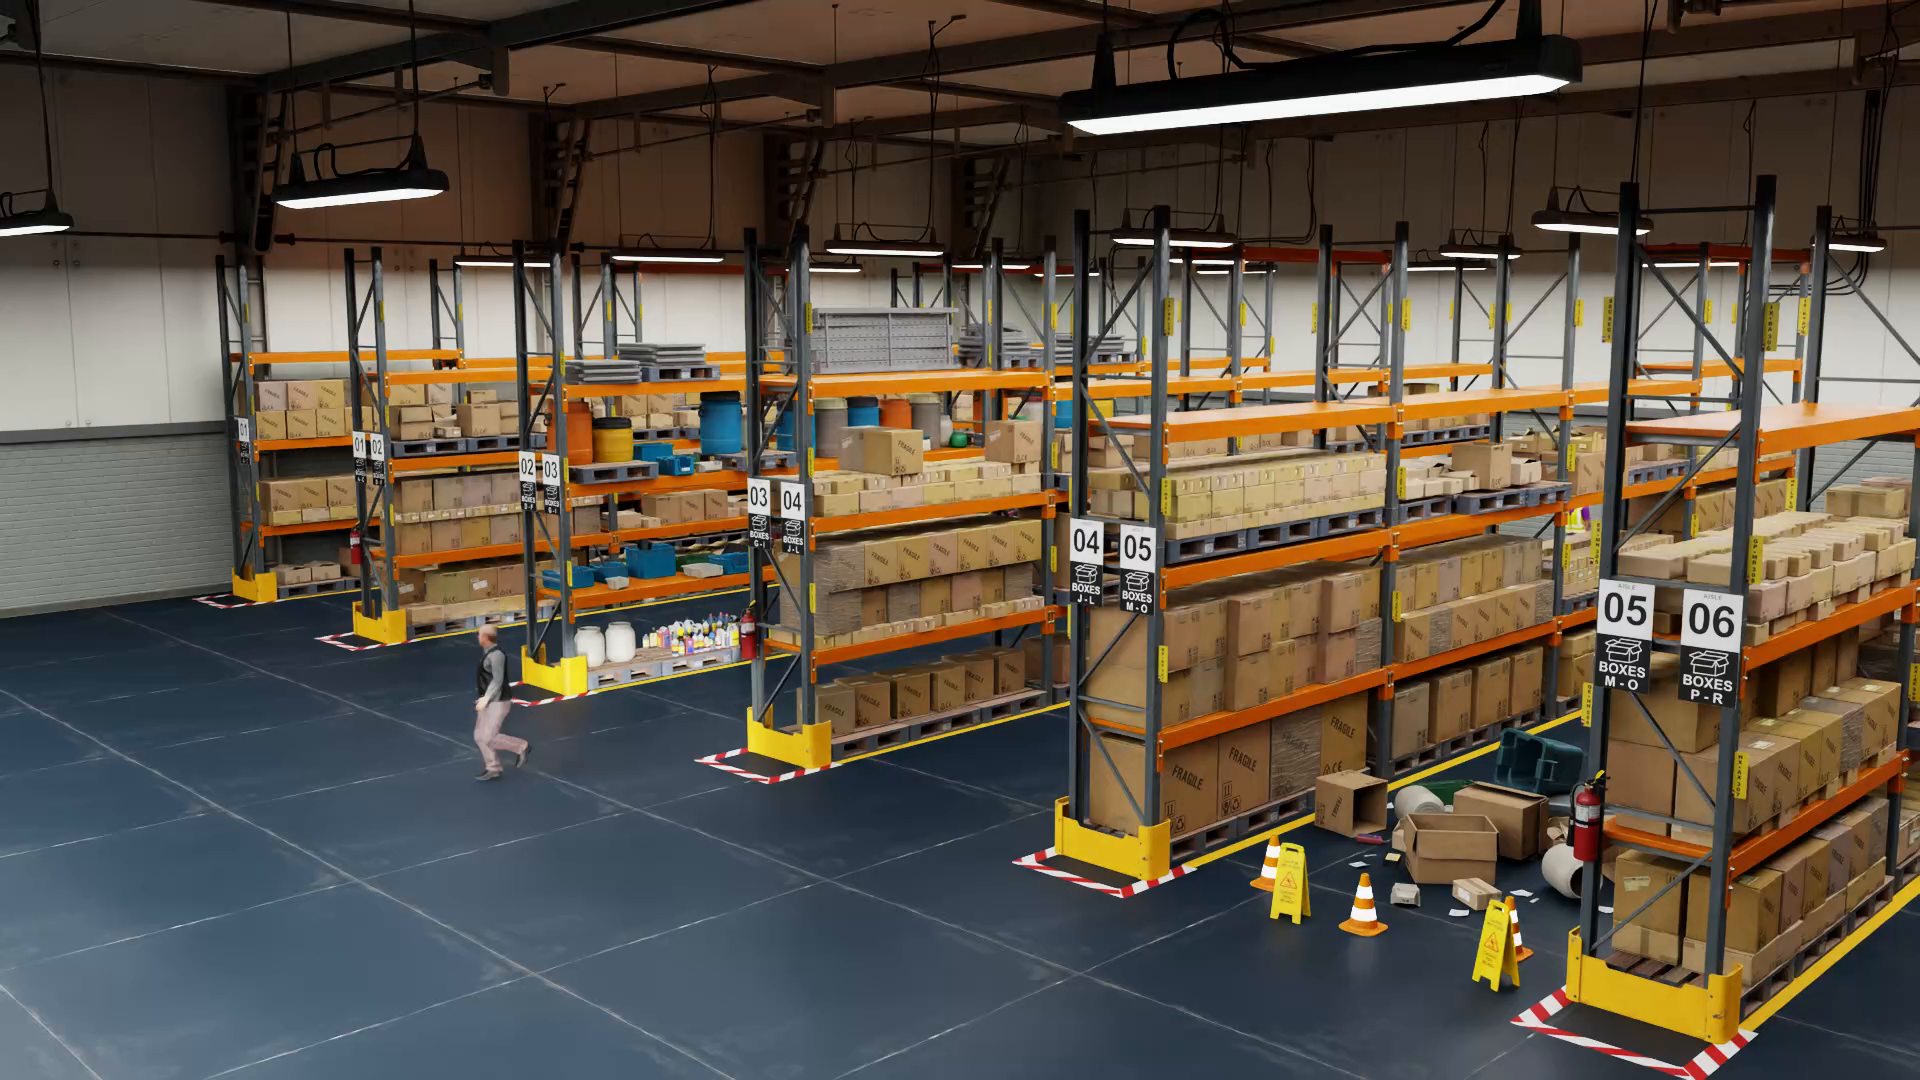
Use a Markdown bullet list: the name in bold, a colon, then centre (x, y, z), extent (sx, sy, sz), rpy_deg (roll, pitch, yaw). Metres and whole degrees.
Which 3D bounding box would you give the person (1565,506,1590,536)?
- **person**: centre (11.542, -0.126, 31.277), extent (0.574, 1.723, 1.056), rpy_deg (5, 9, 29)

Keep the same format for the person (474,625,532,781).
- **person**: centre (-5.047, 1.769, 18.209), extent (0.630, 1.696, 0.597), rpy_deg (-4, 9, -27)
